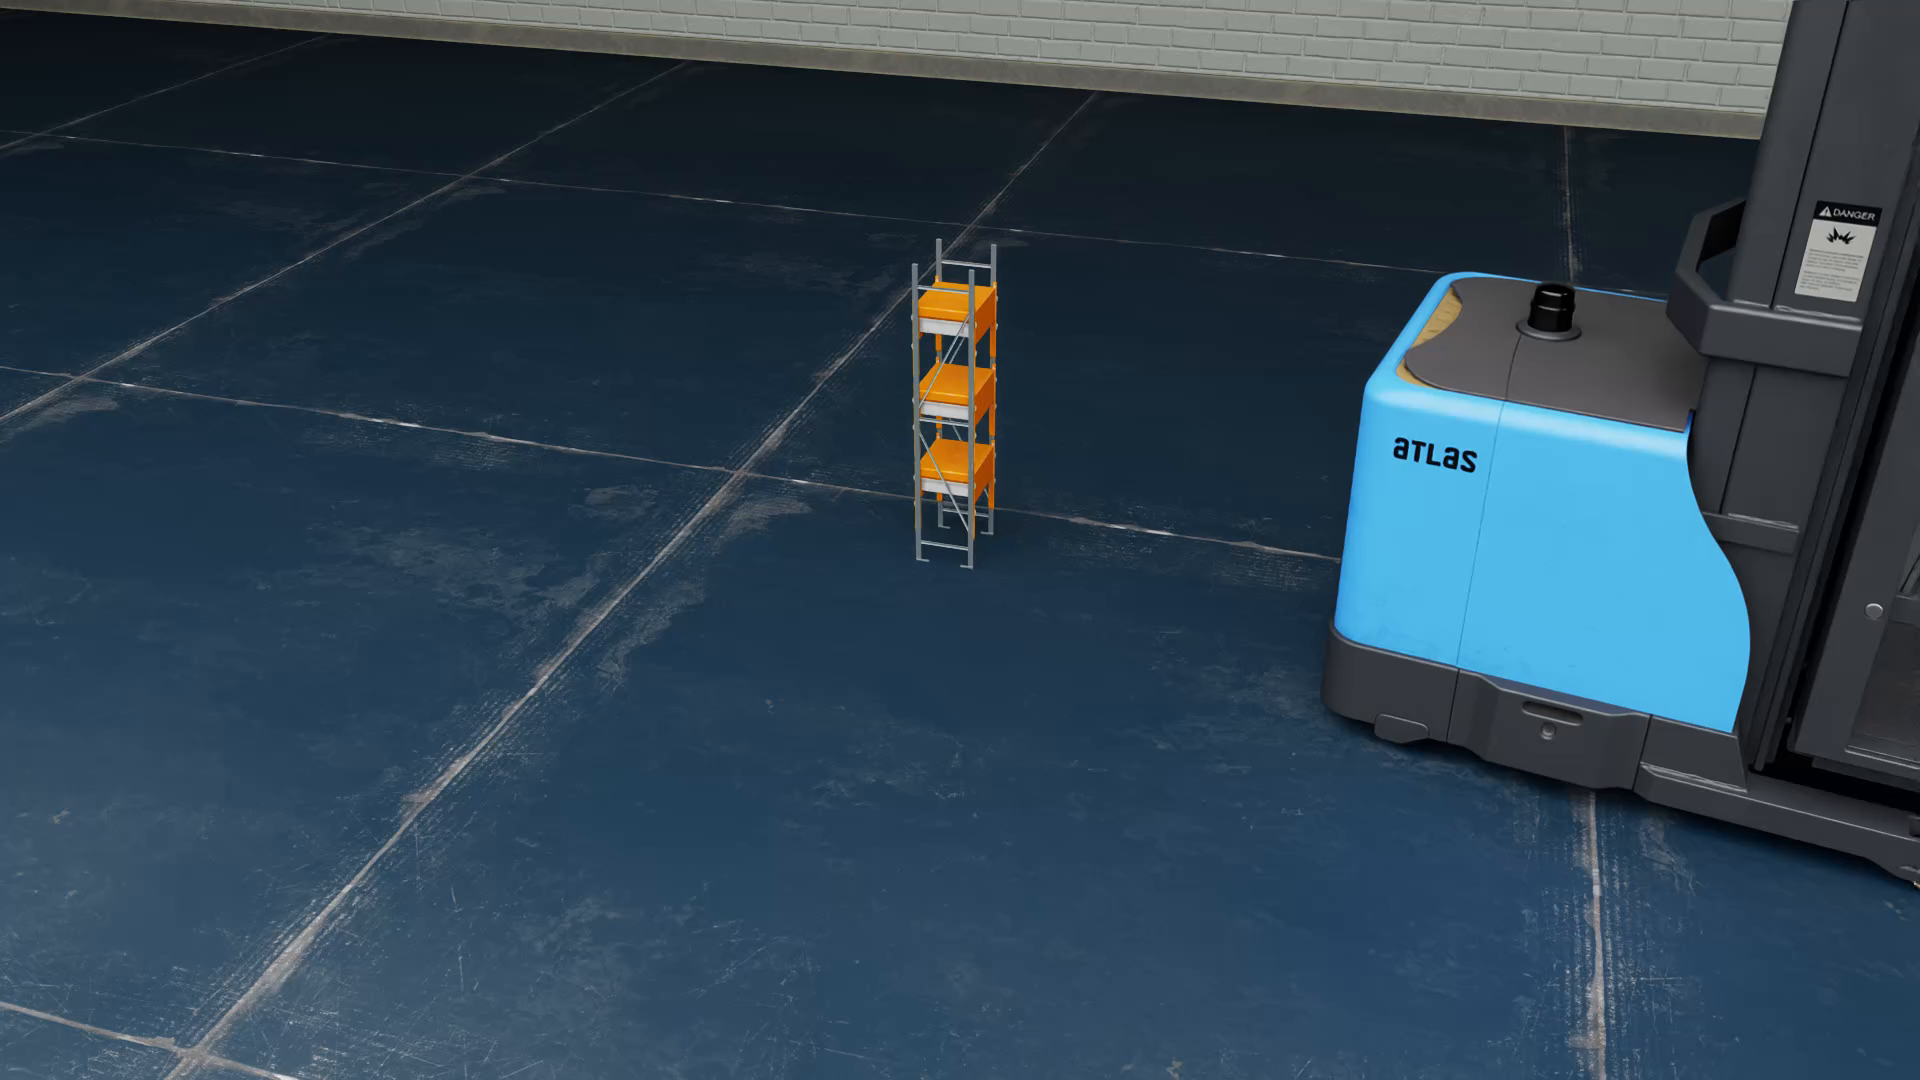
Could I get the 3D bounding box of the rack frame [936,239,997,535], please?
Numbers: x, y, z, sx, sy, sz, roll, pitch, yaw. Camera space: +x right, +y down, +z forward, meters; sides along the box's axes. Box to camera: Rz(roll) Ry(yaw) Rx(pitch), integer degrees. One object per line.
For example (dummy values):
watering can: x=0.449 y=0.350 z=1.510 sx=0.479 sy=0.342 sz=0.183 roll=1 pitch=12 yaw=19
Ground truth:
rack frame: x=0.020 y=-0.491 z=5.552 sx=0.200 sy=1.050 sz=0.008 roll=8 pitch=30 yaw=15

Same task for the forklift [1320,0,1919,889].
forklift: x=2.592 y=-0.643 z=3.891 sx=3.031 sy=2.935 sz=1.130 roll=13 pitch=32 yaw=23

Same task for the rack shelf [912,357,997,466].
rack shelf: x=-0.016 y=-0.425 z=5.455 sx=0.215 sy=0.259 sz=0.240 roll=8 pitch=30 yaw=15

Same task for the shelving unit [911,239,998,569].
shelving unit: x=-0.016 y=-0.434 z=5.450 sx=0.215 sy=1.050 sz=0.252 roll=8 pitch=30 yaw=15

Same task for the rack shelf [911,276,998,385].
rack shelf: x=-0.016 y=-0.673 z=5.317 sx=0.215 sy=0.259 sz=0.240 roll=8 pitch=30 yaw=15

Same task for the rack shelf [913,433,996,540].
rack shelf: x=-0.016 y=-0.182 z=5.590 sx=0.215 sy=0.259 sz=0.240 roll=8 pitch=30 yaw=15

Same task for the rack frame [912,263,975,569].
rack frame: x=-0.052 y=-0.377 z=5.348 sx=0.200 sy=1.050 sz=0.008 roll=8 pitch=30 yaw=15
